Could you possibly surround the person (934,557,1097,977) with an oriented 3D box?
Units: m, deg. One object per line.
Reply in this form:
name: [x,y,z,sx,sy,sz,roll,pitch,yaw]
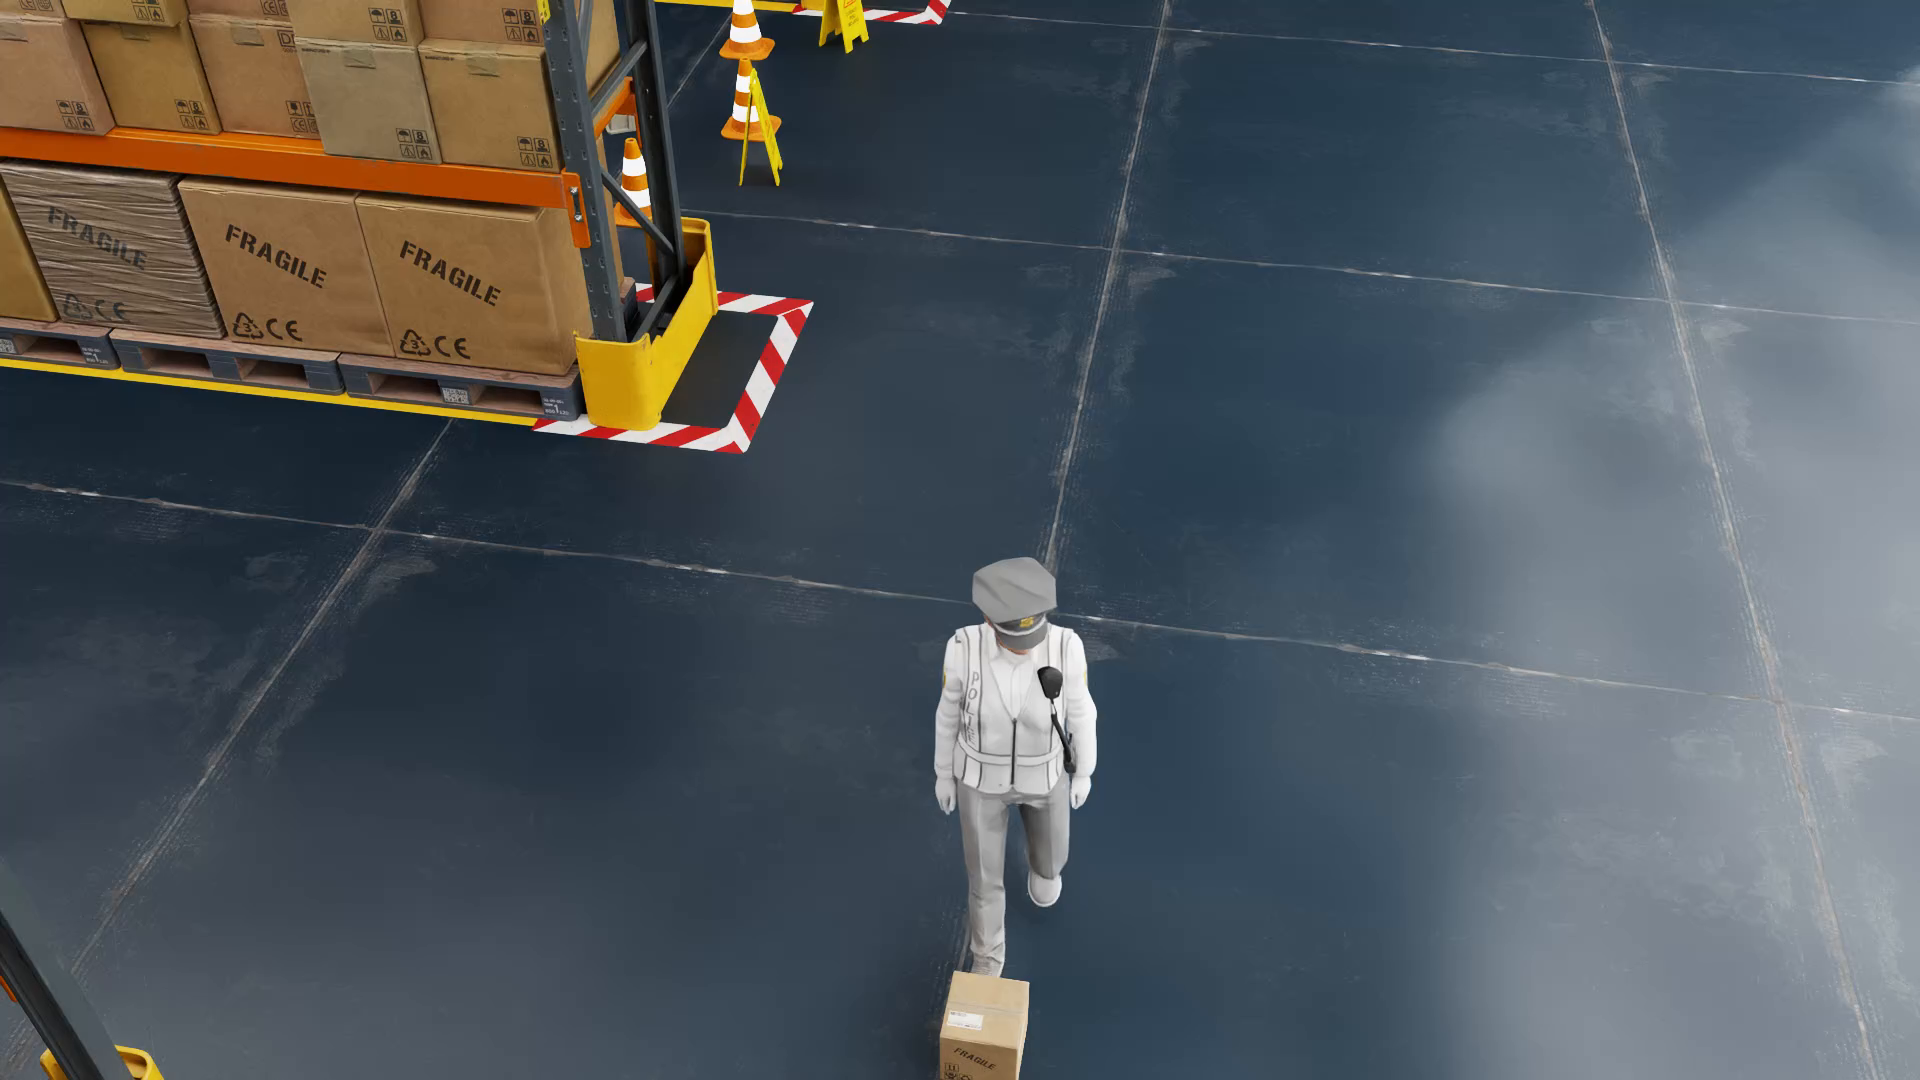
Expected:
person: [0.173,0.766,5.249,0.513,1.643,0.702,1,41,1]
